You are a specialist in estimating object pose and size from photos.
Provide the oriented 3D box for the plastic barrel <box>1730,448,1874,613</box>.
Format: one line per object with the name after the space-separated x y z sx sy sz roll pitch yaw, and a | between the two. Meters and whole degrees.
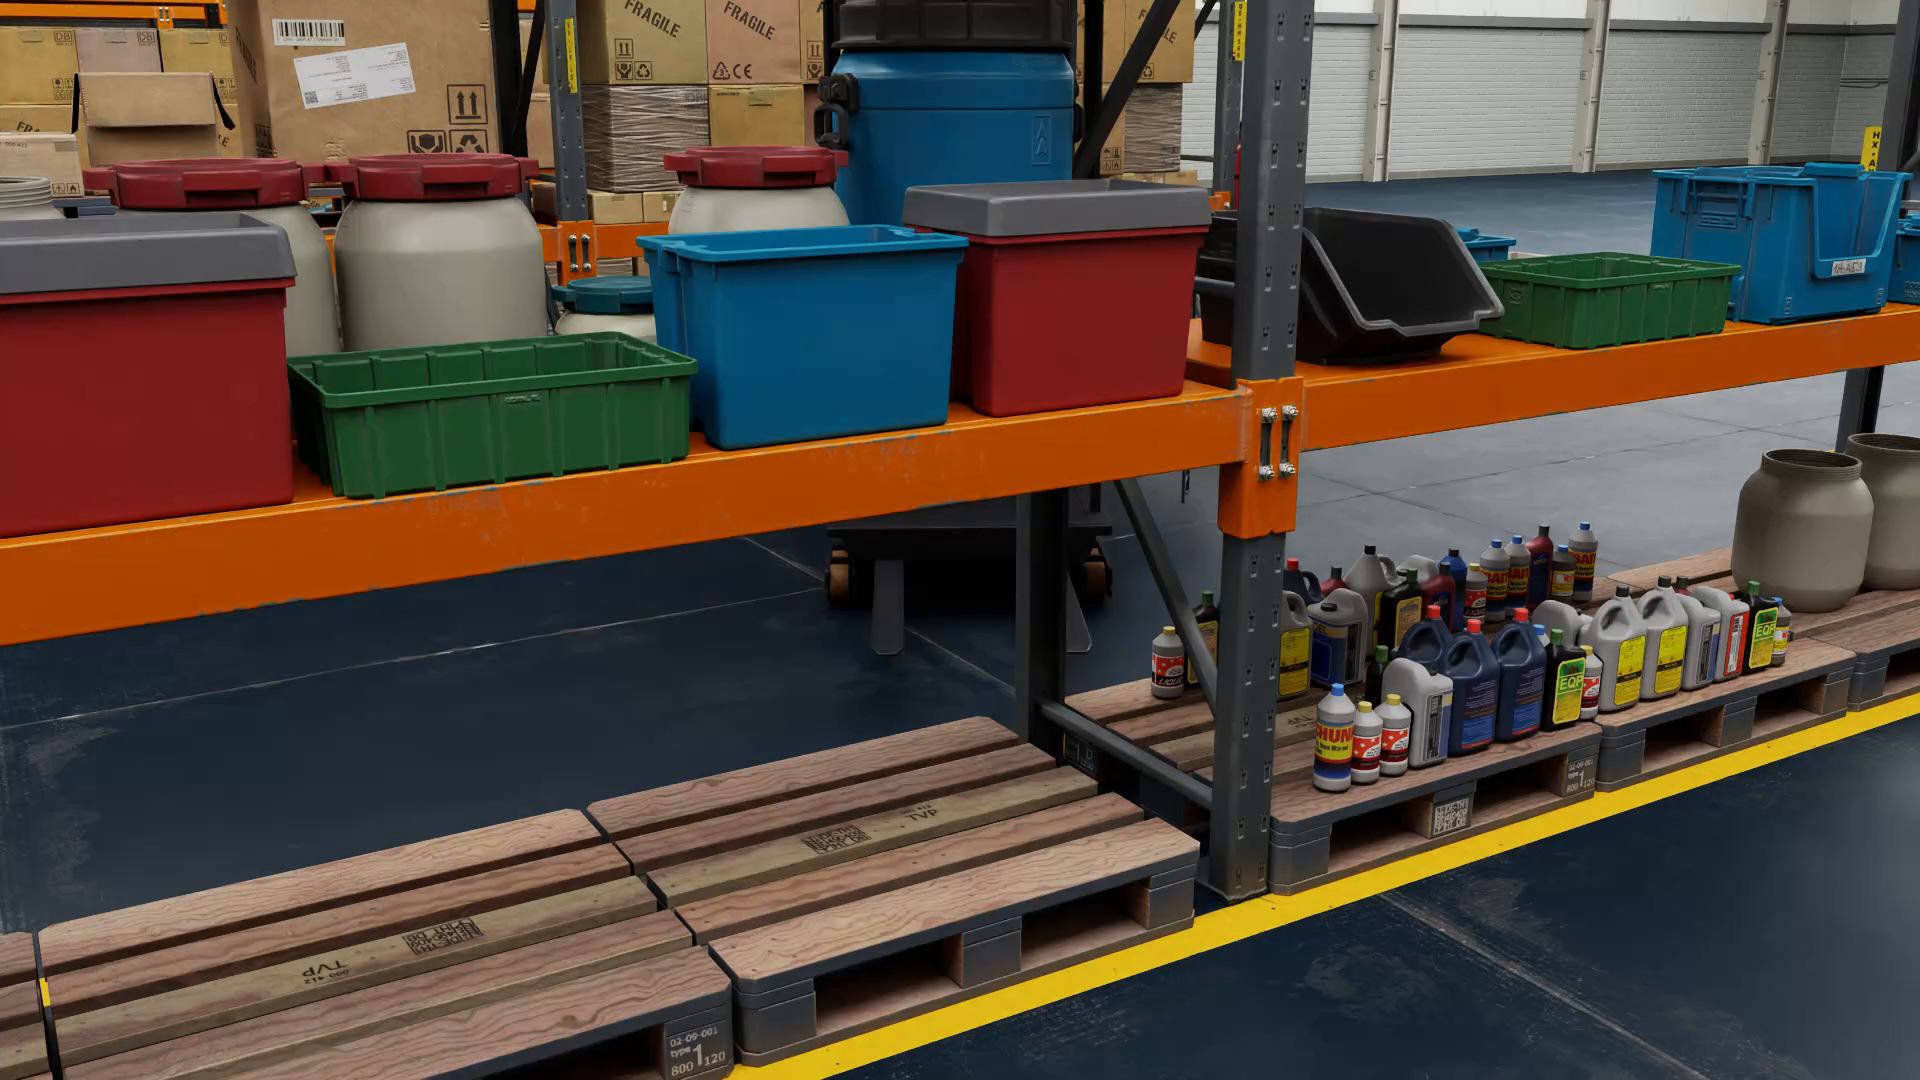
2.943 -0.037 5.815 0.421 0.512 0.421 0 16 0 | plastic barrel

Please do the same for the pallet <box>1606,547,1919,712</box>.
3.157 0.264 6.076 1.213 0.211 1.003 -9 18 -30 | pallet

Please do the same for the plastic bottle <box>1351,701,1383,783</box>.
1.055 0.523 4.356 0.097 0.201 0.097 0 16 0 | plastic bottle

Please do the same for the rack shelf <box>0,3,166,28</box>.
-11.460 -6.062 19.254 4.000 0.370 1.077 -9 18 -30 | rack shelf

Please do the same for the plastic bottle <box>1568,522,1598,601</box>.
2.183 0.070 5.841 0.097 0.271 0.097 0 16 0 | plastic bottle

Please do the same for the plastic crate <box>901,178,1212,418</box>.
0.211 -0.548 3.689 0.583 0.464 0.402 -9 18 -30 | plastic crate

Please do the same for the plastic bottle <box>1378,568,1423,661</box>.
1.389 0.233 5.239 0.133 0.283 0.061 -9 18 -30 | plastic bottle

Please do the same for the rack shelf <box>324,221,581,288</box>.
-3.796 -1.177 7.384 4.000 0.370 1.077 -9 18 -30 | rack shelf

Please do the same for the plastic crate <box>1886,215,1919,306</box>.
3.063 -0.912 5.382 0.408 0.251 0.499 -9 18 -30 | plastic crate

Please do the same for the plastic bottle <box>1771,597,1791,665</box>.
2.549 0.281 5.220 0.097 0.201 0.097 0 16 0 | plastic bottle

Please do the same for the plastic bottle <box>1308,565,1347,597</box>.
1.155 0.225 5.266 0.133 0.283 0.061 -8 17 -26 | plastic bottle

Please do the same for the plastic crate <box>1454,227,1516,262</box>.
1.278 -0.800 4.984 0.616 0.251 0.499 -9 18 -30 | plastic crate

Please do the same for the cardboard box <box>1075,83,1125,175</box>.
0.494 -2.381 9.612 0.500 0.500 0.875 -9 18 -30 | cardboard box

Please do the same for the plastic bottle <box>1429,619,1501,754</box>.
1.374 0.392 4.547 0.185 0.351 0.144 -9 18 -28 | plastic bottle

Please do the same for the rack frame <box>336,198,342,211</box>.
-4.550 -2.963 12.423 0.127 3.000 1.000 -9 18 -30 | rack frame

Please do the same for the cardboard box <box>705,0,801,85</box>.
-1.138 -2.548 8.353 0.500 0.500 0.500 -9 18 -30 | cardboard box

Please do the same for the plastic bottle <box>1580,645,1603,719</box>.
1.791 0.404 4.781 0.097 0.201 0.097 0 16 0 | plastic bottle

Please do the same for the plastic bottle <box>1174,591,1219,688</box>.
0.711 0.297 5.009 0.133 0.283 0.061 -8 18 -27 | plastic bottle

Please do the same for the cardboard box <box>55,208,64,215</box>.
-10.856 -4.120 20.171 0.625 0.625 0.875 -9 18 -30 | cardboard box

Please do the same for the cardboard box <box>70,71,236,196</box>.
-3.520 -1.791 7.272 0.637 0.503 0.797 -7 17 -24 | cardboard box

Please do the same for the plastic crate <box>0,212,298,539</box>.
-1.417 -0.284 2.747 0.583 0.464 0.402 -9 18 -30 | plastic crate

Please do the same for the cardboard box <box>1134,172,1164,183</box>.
0.994 -2.114 9.861 0.250 0.149 0.380 -9 18 -30 | cardboard box

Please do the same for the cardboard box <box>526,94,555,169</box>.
-3.256 -3.219 13.057 0.550 0.550 0.875 -9 18 -30 | cardboard box

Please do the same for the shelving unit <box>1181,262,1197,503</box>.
0.868 -0.804 8.053 0.503 1.200 0.258 4 16 12 | shelving unit

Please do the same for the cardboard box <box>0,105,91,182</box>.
-6.160 -2.665 11.175 0.500 0.500 0.500 -9 18 -30 | cardboard box

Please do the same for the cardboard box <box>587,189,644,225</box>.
-1.743 -1.641 8.171 0.250 0.149 0.380 -9 18 -30 | cardboard box

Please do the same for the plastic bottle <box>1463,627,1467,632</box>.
1.436 0.382 4.729 0.097 0.271 0.097 0 16 0 | plastic bottle

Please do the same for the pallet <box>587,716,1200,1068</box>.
-0.184 0.805 4.146 1.213 0.211 1.003 -9 18 -30 | pallet

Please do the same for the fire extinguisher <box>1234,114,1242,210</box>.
1.682 -2.229 9.949 0.183 0.674 0.296 -9 18 -30 | fire extinguisher

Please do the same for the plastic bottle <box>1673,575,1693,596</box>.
2.264 0.245 5.194 0.133 0.283 0.061 -9 18 -30 | plastic bottle

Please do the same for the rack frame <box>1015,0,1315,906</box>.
0.469 -0.655 4.191 0.127 3.000 1.000 -9 18 -30 | rack frame

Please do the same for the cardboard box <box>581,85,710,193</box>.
-1.664 -2.041 8.397 0.500 0.500 0.875 -9 18 -30 | cardboard box

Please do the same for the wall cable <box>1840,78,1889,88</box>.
21.544 -11.577 37.791 0.112 2.526 3.097 -9 18 -30 | wall cable

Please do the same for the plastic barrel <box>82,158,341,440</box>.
-1.464 -0.476 3.301 0.433 0.535 0.433 0 16 0 | plastic barrel

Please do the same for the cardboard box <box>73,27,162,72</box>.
-5.846 -3.280 11.516 0.500 0.500 0.700 -9 18 -29 | cardboard box

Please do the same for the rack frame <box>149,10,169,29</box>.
-9.745 -5.242 20.553 0.127 3.000 1.000 -9 18 -30 | rack frame

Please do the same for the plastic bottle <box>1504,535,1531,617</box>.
1.889 0.118 5.671 0.097 0.271 0.097 0 16 0 | plastic bottle

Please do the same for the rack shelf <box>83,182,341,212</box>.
-6.264 -2.339 11.528 4.000 0.370 1.077 -9 18 -30 | rack shelf

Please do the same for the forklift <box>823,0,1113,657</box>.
0.021 -1.243 6.414 1.130 2.935 3.031 -1 16 -2 | forklift

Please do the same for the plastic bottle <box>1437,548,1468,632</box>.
1.630 0.160 5.521 0.097 0.271 0.097 0 16 0 | plastic bottle

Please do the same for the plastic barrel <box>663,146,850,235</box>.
-0.464 -0.639 3.879 0.433 0.535 0.433 0 16 0 | plastic barrel

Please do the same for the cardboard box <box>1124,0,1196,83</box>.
1.003 -2.897 9.597 0.500 0.500 0.500 -9 18 -30 | cardboard box

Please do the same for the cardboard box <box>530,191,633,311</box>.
-3.204 -2.340 13.357 0.875 0.875 0.875 -9 18 -29 | cardboard box

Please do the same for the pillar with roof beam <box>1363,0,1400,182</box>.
10.269 -10.305 27.498 0.400 9.000 9.100 -9 18 -30 | pillar with roof beam

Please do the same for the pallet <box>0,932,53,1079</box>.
-2.276 1.145 2.936 1.213 0.211 1.003 -9 18 -30 | pallet

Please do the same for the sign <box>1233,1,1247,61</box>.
1.615 -2.936 9.595 0.005 0.325 0.100 -9 18 -30 | sign

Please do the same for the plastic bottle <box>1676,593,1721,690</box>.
2.200 0.293 5.039 0.135 0.276 0.152 -10 18 -31 | plastic bottle
